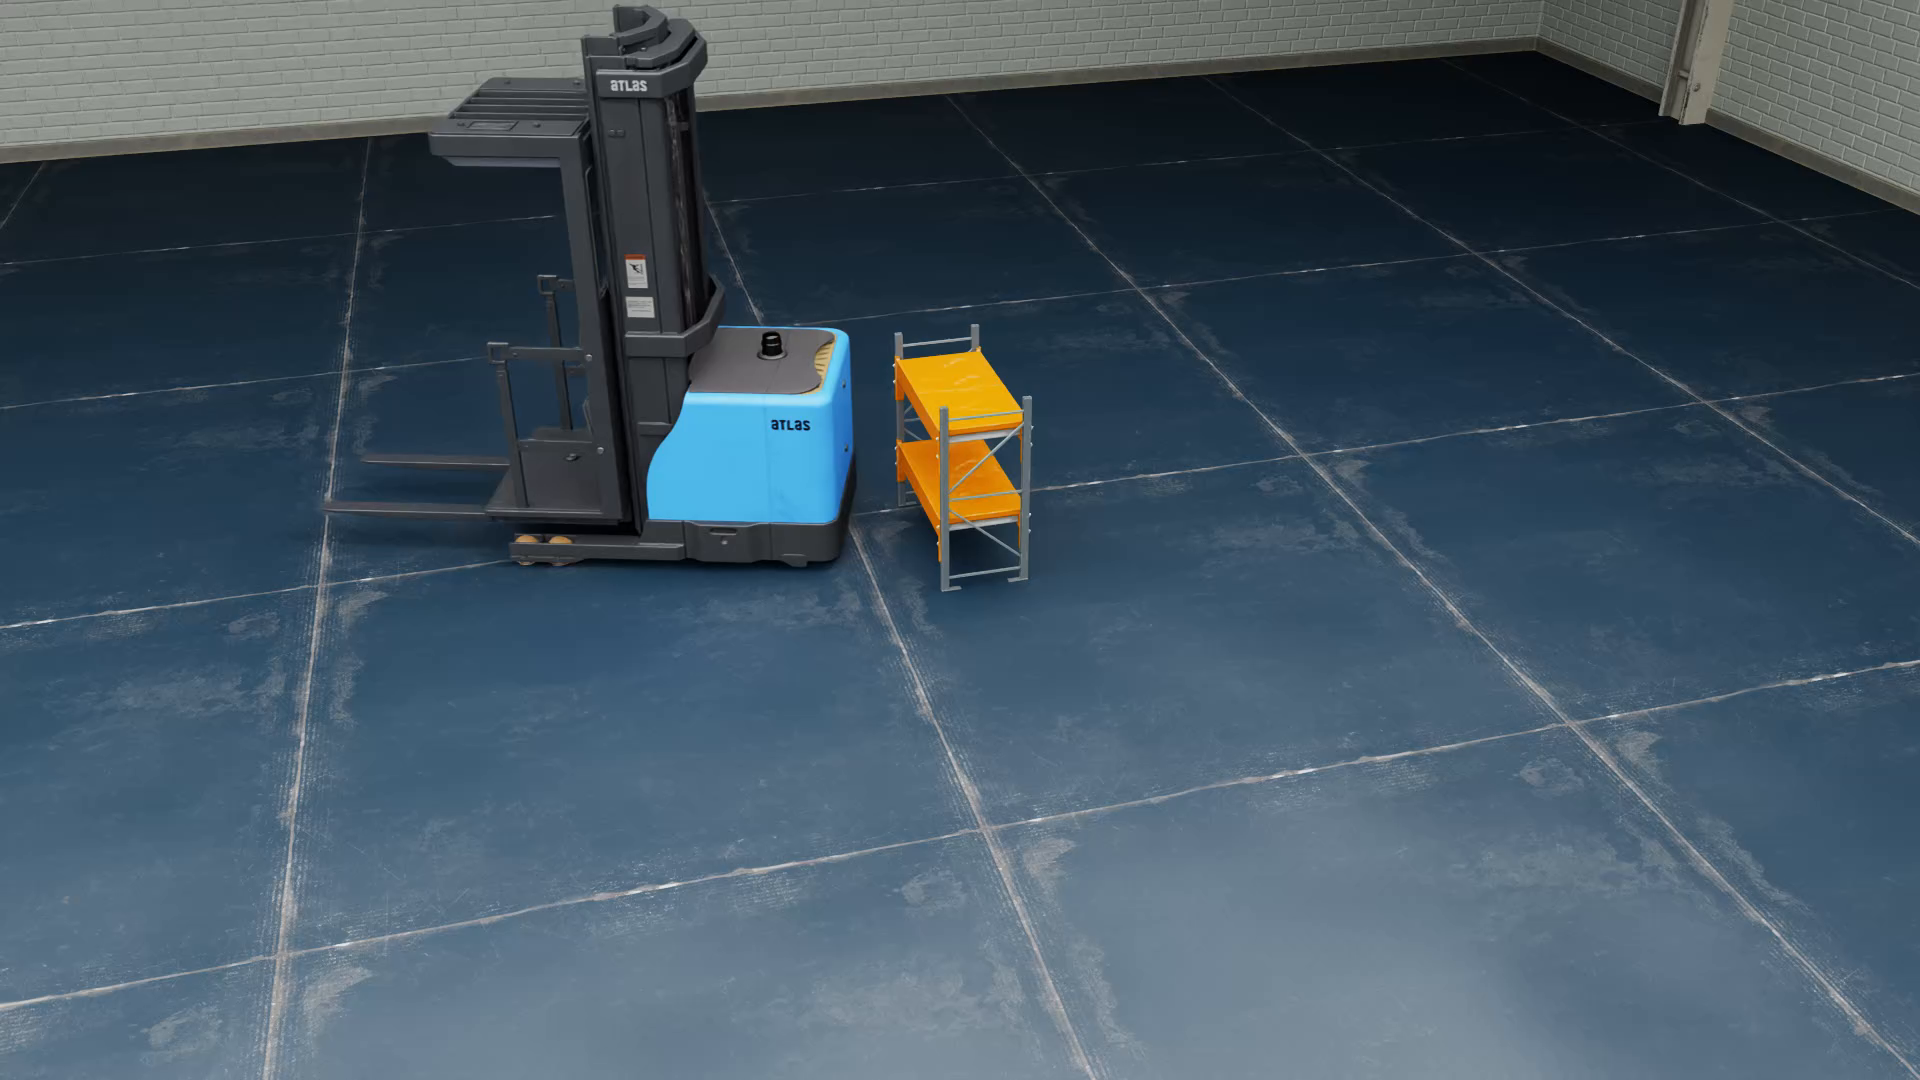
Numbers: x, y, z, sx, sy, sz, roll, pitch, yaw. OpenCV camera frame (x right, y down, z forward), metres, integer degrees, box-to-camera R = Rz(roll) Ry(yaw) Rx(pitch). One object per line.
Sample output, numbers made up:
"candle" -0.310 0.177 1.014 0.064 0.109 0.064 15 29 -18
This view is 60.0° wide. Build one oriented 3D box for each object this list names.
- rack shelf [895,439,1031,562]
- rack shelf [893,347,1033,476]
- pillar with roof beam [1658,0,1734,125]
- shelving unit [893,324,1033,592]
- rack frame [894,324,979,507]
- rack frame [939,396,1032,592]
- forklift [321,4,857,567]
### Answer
"rack shelf" 0.002 -0.272 9.585 0.538 0.278 1.000 -8 31 -13
"rack shelf" 0.002 -0.737 9.316 0.538 0.278 1.000 -8 31 -13
"pillar with roof beam" 3.383 -7.718 14.101 9.100 9.000 0.400 -8 31 -13
"shelving unit" 0.002 -0.484 9.463 0.538 1.125 1.048 -8 31 -13
"rack frame" -0.133 -0.729 9.887 0.500 1.125 0.032 -8 31 -13
"rack frame" 0.137 -0.238 9.038 0.500 1.125 0.032 -8 31 -13
"forklift" -2.169 -1.383 9.213 3.031 2.935 1.130 1 30 3
